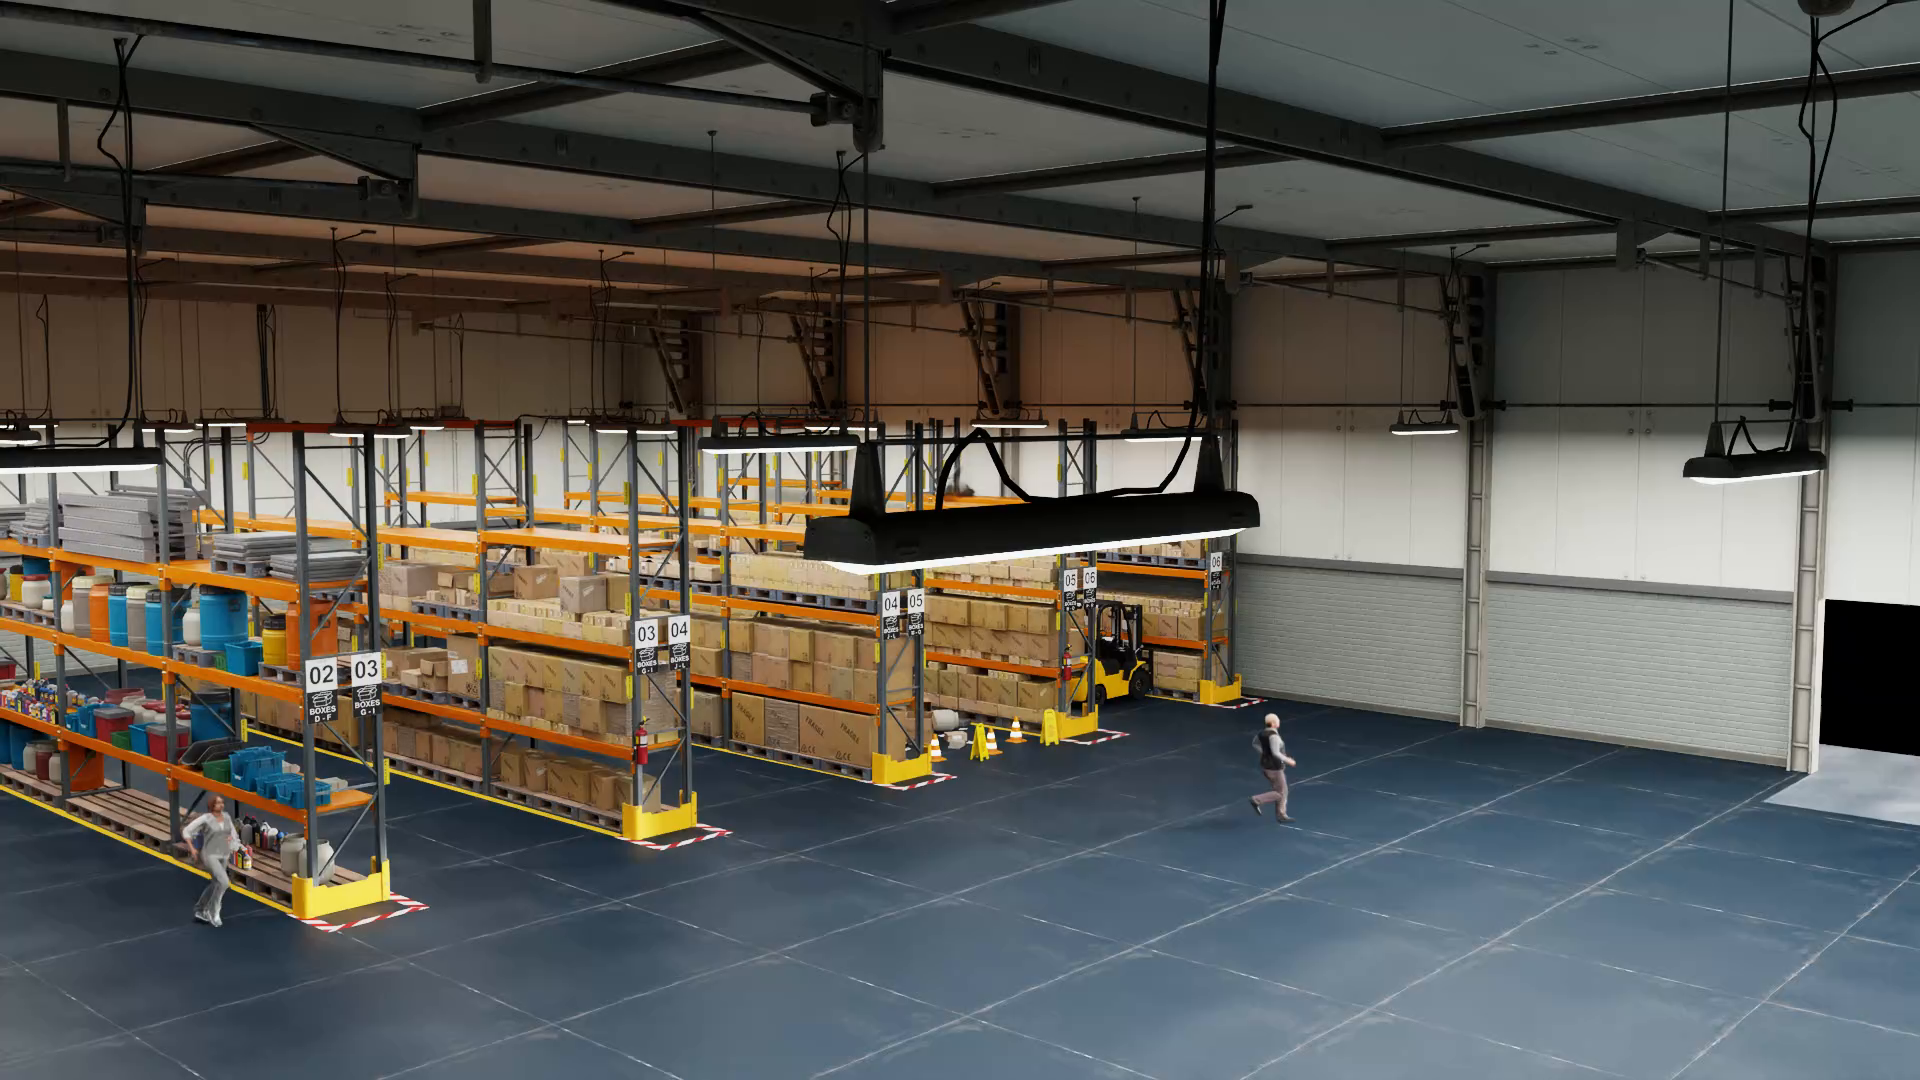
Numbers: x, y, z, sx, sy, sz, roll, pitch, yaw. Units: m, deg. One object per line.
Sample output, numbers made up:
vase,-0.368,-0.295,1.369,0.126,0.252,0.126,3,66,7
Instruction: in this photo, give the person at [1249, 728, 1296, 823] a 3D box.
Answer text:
person,-5.013,3.101,30.799,16.910,1.457,16.259,-1,5,-14

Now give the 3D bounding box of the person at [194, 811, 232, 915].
person,-9.065,3.933,20.261,0.601,1.242,0.391,2,5,21

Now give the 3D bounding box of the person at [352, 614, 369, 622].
person,-14.076,1.924,39.031,0.648,0.839,0.476,2,5,25
